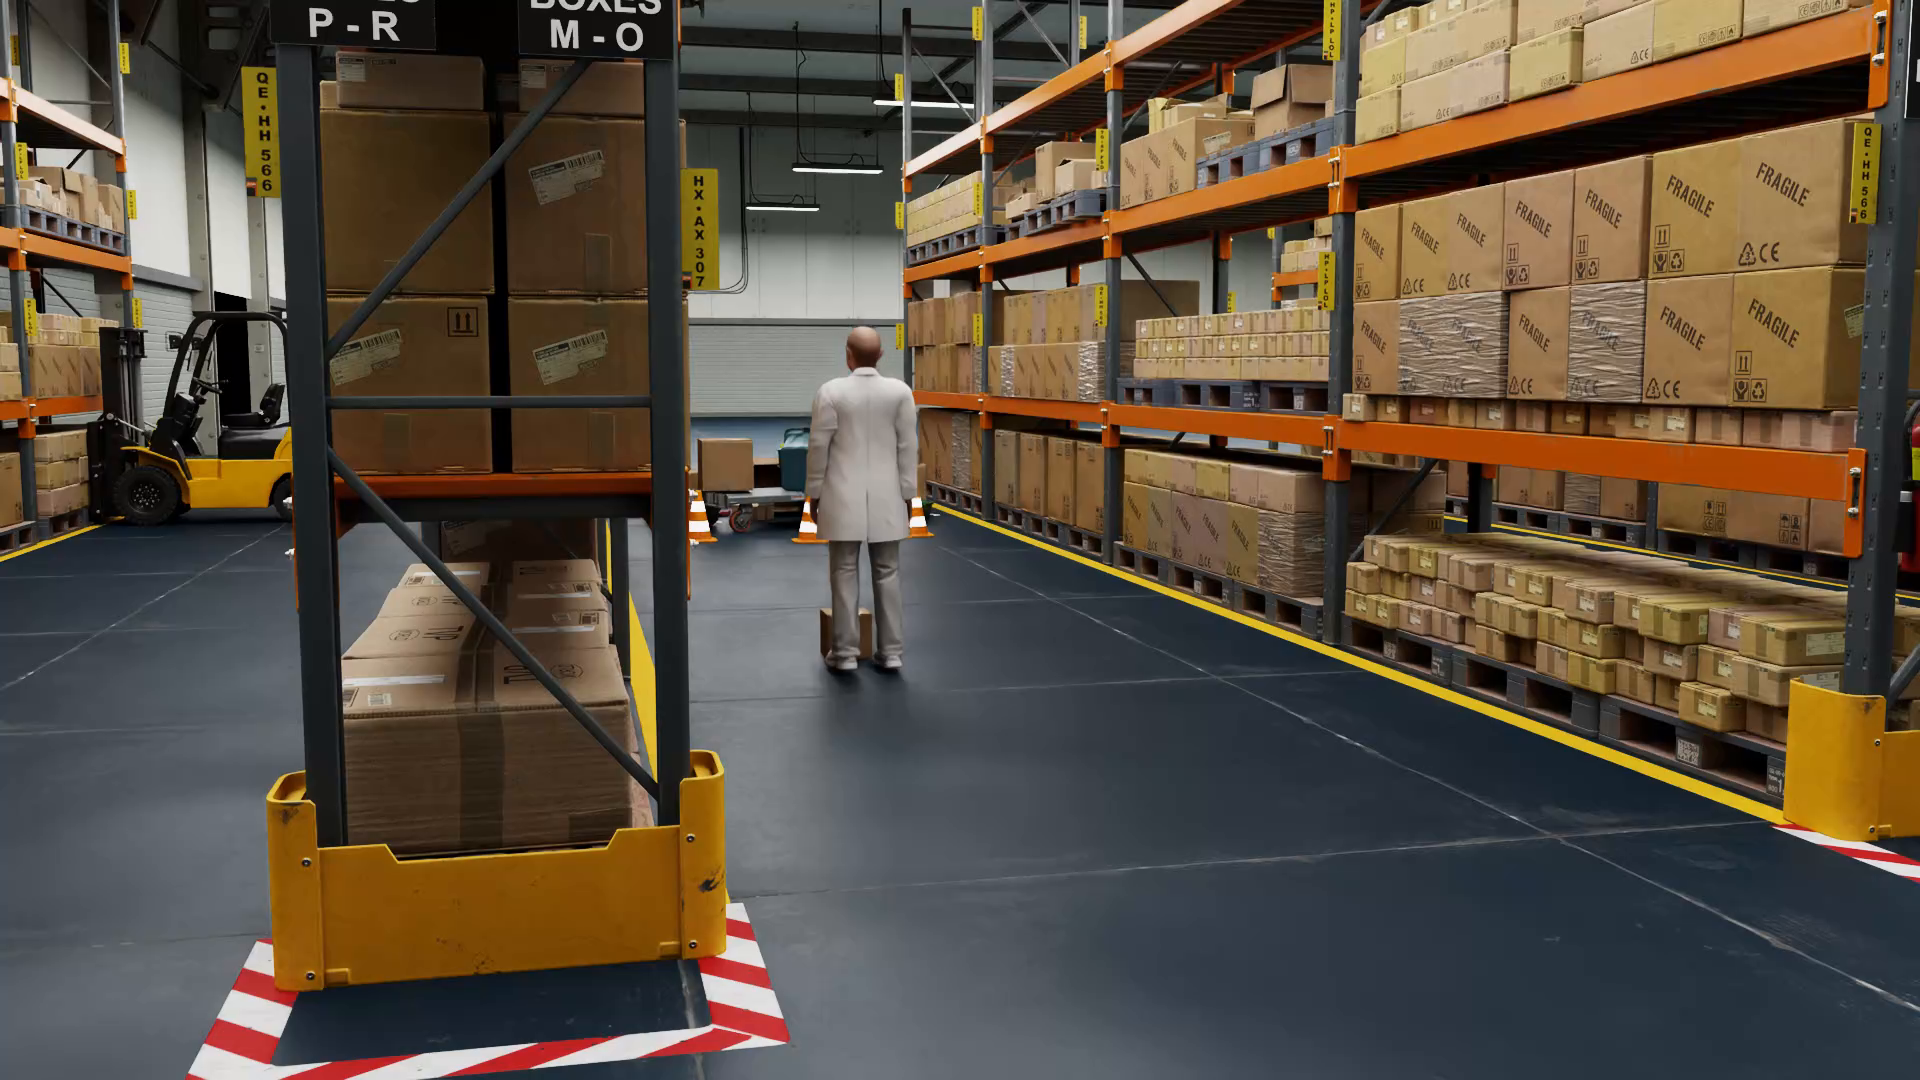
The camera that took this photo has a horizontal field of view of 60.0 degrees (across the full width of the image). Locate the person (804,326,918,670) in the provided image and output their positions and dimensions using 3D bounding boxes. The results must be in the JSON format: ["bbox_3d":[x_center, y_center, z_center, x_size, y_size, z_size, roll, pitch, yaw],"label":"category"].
[{"bbox_3d":[-0.519,-0.213,8.697,0.589,1.790,0.420,-1,6,-13],"label":"person"}]
